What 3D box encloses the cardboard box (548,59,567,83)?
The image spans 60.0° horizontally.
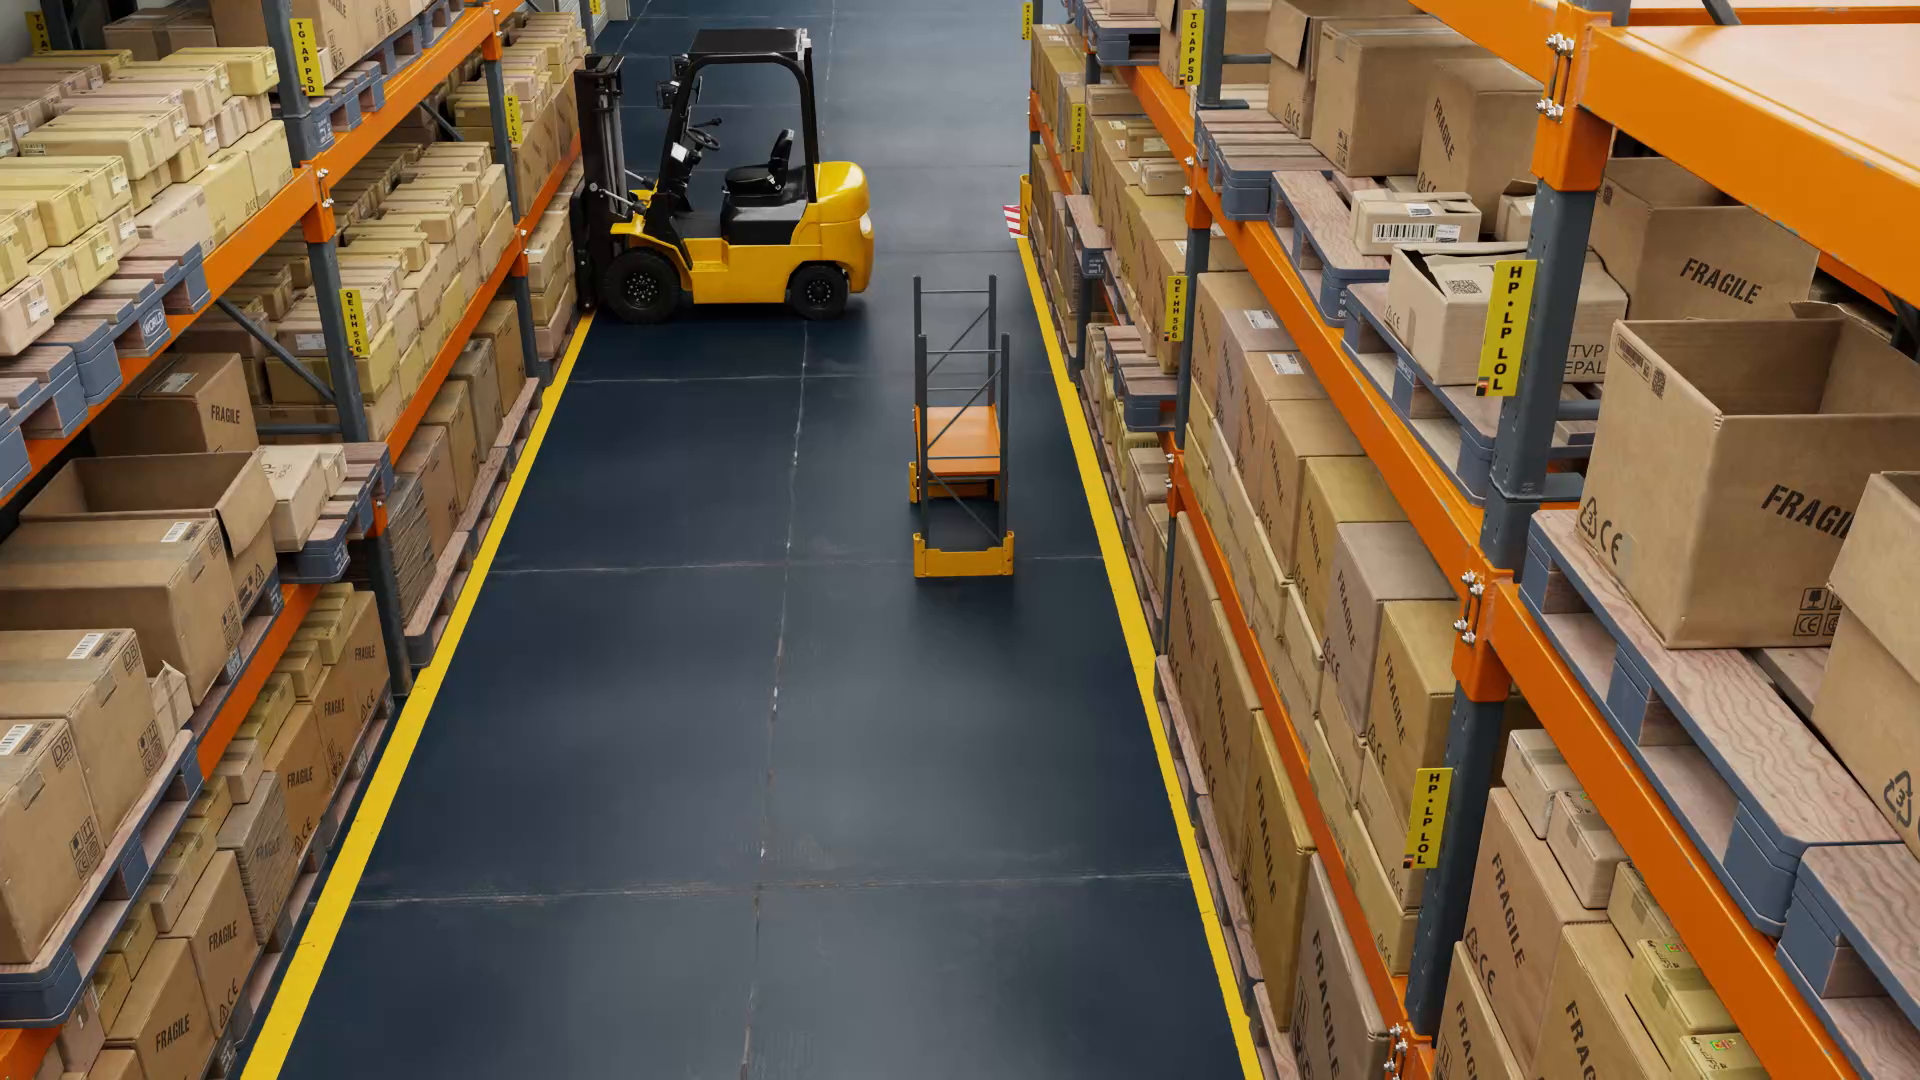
[{"bbox_3d":[-3.409,-3.805,13.491,0.380,0.149,0.250,-1,28,-2],"label":"cardboard box"}]

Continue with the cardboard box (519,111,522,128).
[{"bbox_3d":[-3.358,-2.976,11.902,0.380,0.149,0.250,-1,28,-1],"label":"cardboard box"}]

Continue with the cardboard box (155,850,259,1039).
[{"bbox_3d":[-3.031,1.541,6.301,0.500,0.500,0.500,-2,28,-4],"label":"cardboard box"}]

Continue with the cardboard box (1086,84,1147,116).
[{"bbox_3d":[1.039,-2.916,11.013,0.380,0.149,0.250,-1,28,-3],"label":"cardboard box"}]

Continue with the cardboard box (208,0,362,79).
[{"bbox_3d":[-3.175,-2.469,7.825,0.500,0.500,0.500,-1,28,-2],"label":"cardboard box"}]

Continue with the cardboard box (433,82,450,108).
[{"bbox_3d":[-3.906,-3.213,12.036,0.380,0.149,0.250,-2,28,-3],"label":"cardboard box"}]

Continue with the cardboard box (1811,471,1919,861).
[{"bbox_3d":[1.888,0.218,2.671,0.797,0.503,0.637,1,28,1],"label":"cardboard box"}]

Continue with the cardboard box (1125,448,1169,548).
[{"bbox_3d":[1.510,-0.268,9.907,0.950,0.372,0.625,-2,28,-4],"label":"cardboard box"}]

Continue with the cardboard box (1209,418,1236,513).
[{"bbox_3d":[1.382,-0.321,7.244,0.500,0.250,0.500,-1,28,-1],"label":"cardboard box"}]

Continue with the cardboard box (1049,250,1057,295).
[{"bbox_3d":[1.009,-2.206,13.756,0.500,0.250,0.500,-1,28,-2],"label":"cardboard box"}]

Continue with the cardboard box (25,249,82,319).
[{"bbox_3d":[-2.845,-0.744,4.899,0.380,0.149,0.250,-2,28,-3],"label":"cardboard box"}]

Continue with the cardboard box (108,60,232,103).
[{"bbox_3d":[-3.159,-1.820,6.661,0.380,0.149,0.250,-2,28,-4],"label":"cardboard box"}]

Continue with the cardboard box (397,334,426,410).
[{"bbox_3d":[-3.181,-0.900,8.894,0.500,0.250,0.500,-2,28,-4],"label":"cardboard box"}]

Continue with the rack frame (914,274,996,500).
[{"bbox_3d":[-0.031,-0.939,10.429,0.500,1.500,0.032,-1,28,-3],"label":"rack frame"}]

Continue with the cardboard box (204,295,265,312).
[{"bbox_3d":[-3.724,-1.119,8.342,0.380,0.149,0.250,-1,28,-1],"label":"cardboard box"}]

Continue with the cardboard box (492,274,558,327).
[{"bbox_3d":[-3.306,-1.790,12.417,0.500,0.250,0.500,-2,28,-3],"label":"cardboard box"}]

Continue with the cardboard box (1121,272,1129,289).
[{"bbox_3d":[1.165,-1.579,9.851,0.380,0.149,0.250,-2,28,-4],"label":"cardboard box"}]

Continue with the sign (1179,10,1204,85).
[{"bbox_3d":[1.035,-2.192,7.406,0.100,0.325,0.005,-1,28,-3],"label":"sign"}]

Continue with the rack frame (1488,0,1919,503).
[{"bbox_3d":[1.785,-1.458,3.314,1.000,3.000,0.127,-1,28,-3],"label":"rack frame"}]

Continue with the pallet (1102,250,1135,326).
[{"bbox_3d":[1.432,-1.473,10.038,1.003,0.211,1.213,-1,28,-3],"label":"pallet"}]

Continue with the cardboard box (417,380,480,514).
[{"bbox_3d":[-3.476,-0.557,10.189,0.875,0.625,0.625,-2,28,-5],"label":"cardboard box"}]

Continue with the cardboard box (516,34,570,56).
[{"bbox_3d":[-3.421,-4.054,13.647,0.380,0.149,0.250,-1,28,-1],"label":"cardboard box"}]

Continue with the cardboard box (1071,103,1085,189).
[{"bbox_3d":[1.096,-2.868,12.075,0.500,0.500,0.500,-2,28,-4],"label":"cardboard box"}]

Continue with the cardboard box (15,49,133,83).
[{"bbox_3d":[-3.637,-1.919,6.851,0.380,0.149,0.250,-2,28,-4],"label":"cardboard box"}]

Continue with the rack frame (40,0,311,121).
[{"bbox_3d":[-3.380,-3.183,6.622,1.000,3.000,0.127,-1,28,-3],"label":"rack frame"}]

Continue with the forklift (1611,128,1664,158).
[{"bbox_3d":[4.297,-1.381,9.728,1.130,2.935,3.031,18,33,31],"label":"forklift"}]

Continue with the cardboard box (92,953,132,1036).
[{"bbox_3d":[-3.041,1.542,5.597,0.380,0.149,0.250,-3,28,-5],"label":"cardboard box"}]

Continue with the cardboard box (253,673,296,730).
[{"bbox_3d":[-3.118,0.704,7.204,0.380,0.149,0.250,-1,28,-1],"label":"cardboard box"}]

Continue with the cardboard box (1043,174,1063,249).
[{"bbox_3d":[0.976,-2.776,14.036,0.500,0.500,0.500,-1,28,-2],"label":"cardboard box"}]

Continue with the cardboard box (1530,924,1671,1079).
[{"bbox_3d":[1.589,1.174,3.566,0.500,0.500,0.500,-2,28,-3],"label":"cardboard box"}]

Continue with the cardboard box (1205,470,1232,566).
[{"bbox_3d":[1.395,-0.110,7.379,0.500,0.250,0.500,-2,28,-4],"label":"cardboard box"}]

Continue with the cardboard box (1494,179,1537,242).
[{"bbox_3d":[2.040,-1.106,5.575,0.396,0.266,0.258,1,28,2],"label":"cardboard box"}]

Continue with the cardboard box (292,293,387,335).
[{"bbox_3d":[-3.118,-1.133,8.369,0.380,0.149,0.250,-1,28,-2],"label":"cardboard box"}]

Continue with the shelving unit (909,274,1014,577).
[{"bbox_3d":[-0.004,-0.700,9.971,0.587,1.500,1.083,-1,28,-3],"label":"shelving unit"}]

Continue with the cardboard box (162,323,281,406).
[{"bbox_3d":[-3.681,-0.879,8.314,0.500,0.250,0.500,-1,28,-2],"label":"cardboard box"}]

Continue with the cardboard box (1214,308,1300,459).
[{"bbox_3d":[1.394,-0.670,7.102,0.500,0.500,0.500,-1,28,-2],"label":"cardboard box"}]

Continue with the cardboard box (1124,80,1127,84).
[{"bbox_3d":[1.561,-3.320,11.861,0.700,0.500,0.500,-2,28,-3],"label":"cardboard box"}]

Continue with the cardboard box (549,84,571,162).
[{"bbox_3d":[-3.428,-3.333,13.288,0.500,0.500,0.500,-1,28,-2],"label":"cardboard box"}]

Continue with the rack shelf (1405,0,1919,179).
[{"bbox_3d":[1.681,-1.885,5.343,1.077,0.370,4.000,-1,28,-3],"label":"rack shelf"}]

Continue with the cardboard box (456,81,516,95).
[{"bbox_3d":[-3.435,-3.225,12.058,0.380,0.149,0.250,-2,28,-4],"label":"cardboard box"}]

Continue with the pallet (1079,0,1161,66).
[{"bbox_3d":[1.351,-2.972,9.665,1.213,0.211,1.003,-1,28,-3],"label":"pallet"}]

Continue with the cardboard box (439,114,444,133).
[{"bbox_3d":[-3.910,-2.960,11.871,0.380,0.149,0.250,-2,28,-4],"label":"cardboard box"}]

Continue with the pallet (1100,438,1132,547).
[{"bbox_3d":[1.477,-0.331,10.657,1.003,0.211,1.213,-1,28,-3],"label":"pallet"}]

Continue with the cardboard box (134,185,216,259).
[{"bbox_3d":[-3.058,-1.092,6.019,0.500,0.250,0.500,-1,28,-3],"label":"cardboard box"}]

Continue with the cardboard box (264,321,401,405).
[{"bbox_3d":[-3.134,-0.890,8.334,0.500,0.250,0.500,-1,28,-3],"label":"cardboard box"}]

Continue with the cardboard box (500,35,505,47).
[{"bbox_3d":[-3.949,-4.042,13.626,0.380,0.149,0.250,-1,28,-1],"label":"cardboard box"}]

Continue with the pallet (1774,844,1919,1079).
[{"bbox_3d":[1.878,0.852,2.225,1.003,0.211,1.213,-1,28,-3],"label":"pallet"}]

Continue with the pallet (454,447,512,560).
[{"bbox_3d":[-3.445,-0.230,10.463,1.003,0.211,1.213,-1,28,-3],"label":"pallet"}]

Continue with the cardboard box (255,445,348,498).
[{"bbox_3d":[-2.963,-0.304,7.407,0.380,0.149,0.250,-1,28,-2],"label":"cardboard box"}]

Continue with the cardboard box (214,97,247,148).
[{"bbox_3d":[-3.127,-1.685,6.725,0.380,0.149,0.250,-2,28,-4],"label":"cardboard box"}]

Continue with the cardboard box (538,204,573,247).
[{"bbox_3d":[-3.355,-2.478,13.195,0.500,0.250,0.500,0,28,-1],"label":"cardboard box"}]

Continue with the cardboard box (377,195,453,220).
[{"bbox_3d":[-3.253,-1.961,9.956,0.380,0.149,0.250,-1,28,-2],"label":"cardboard box"}]

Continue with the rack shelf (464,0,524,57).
[{"bbox_3d":[-3.693,-4.305,12.795,1.077,0.370,4.000,-1,28,-3],"label":"rack shelf"}]

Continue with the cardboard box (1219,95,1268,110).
[{"bbox_3d":[1.350,-2.004,7.876,0.380,0.149,0.250,-1,28,-3],"label":"cardboard box"}]

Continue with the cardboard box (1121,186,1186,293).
[{"bbox_3d":[1.210,-1.682,9.347,0.500,0.500,0.500,-3,28,-6],"label":"cardboard box"}]

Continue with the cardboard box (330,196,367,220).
[{"bbox_3d":[-3.771,-1.945,9.926,0.380,0.149,0.250,-2,28,-3],"label":"cardboard box"}]
